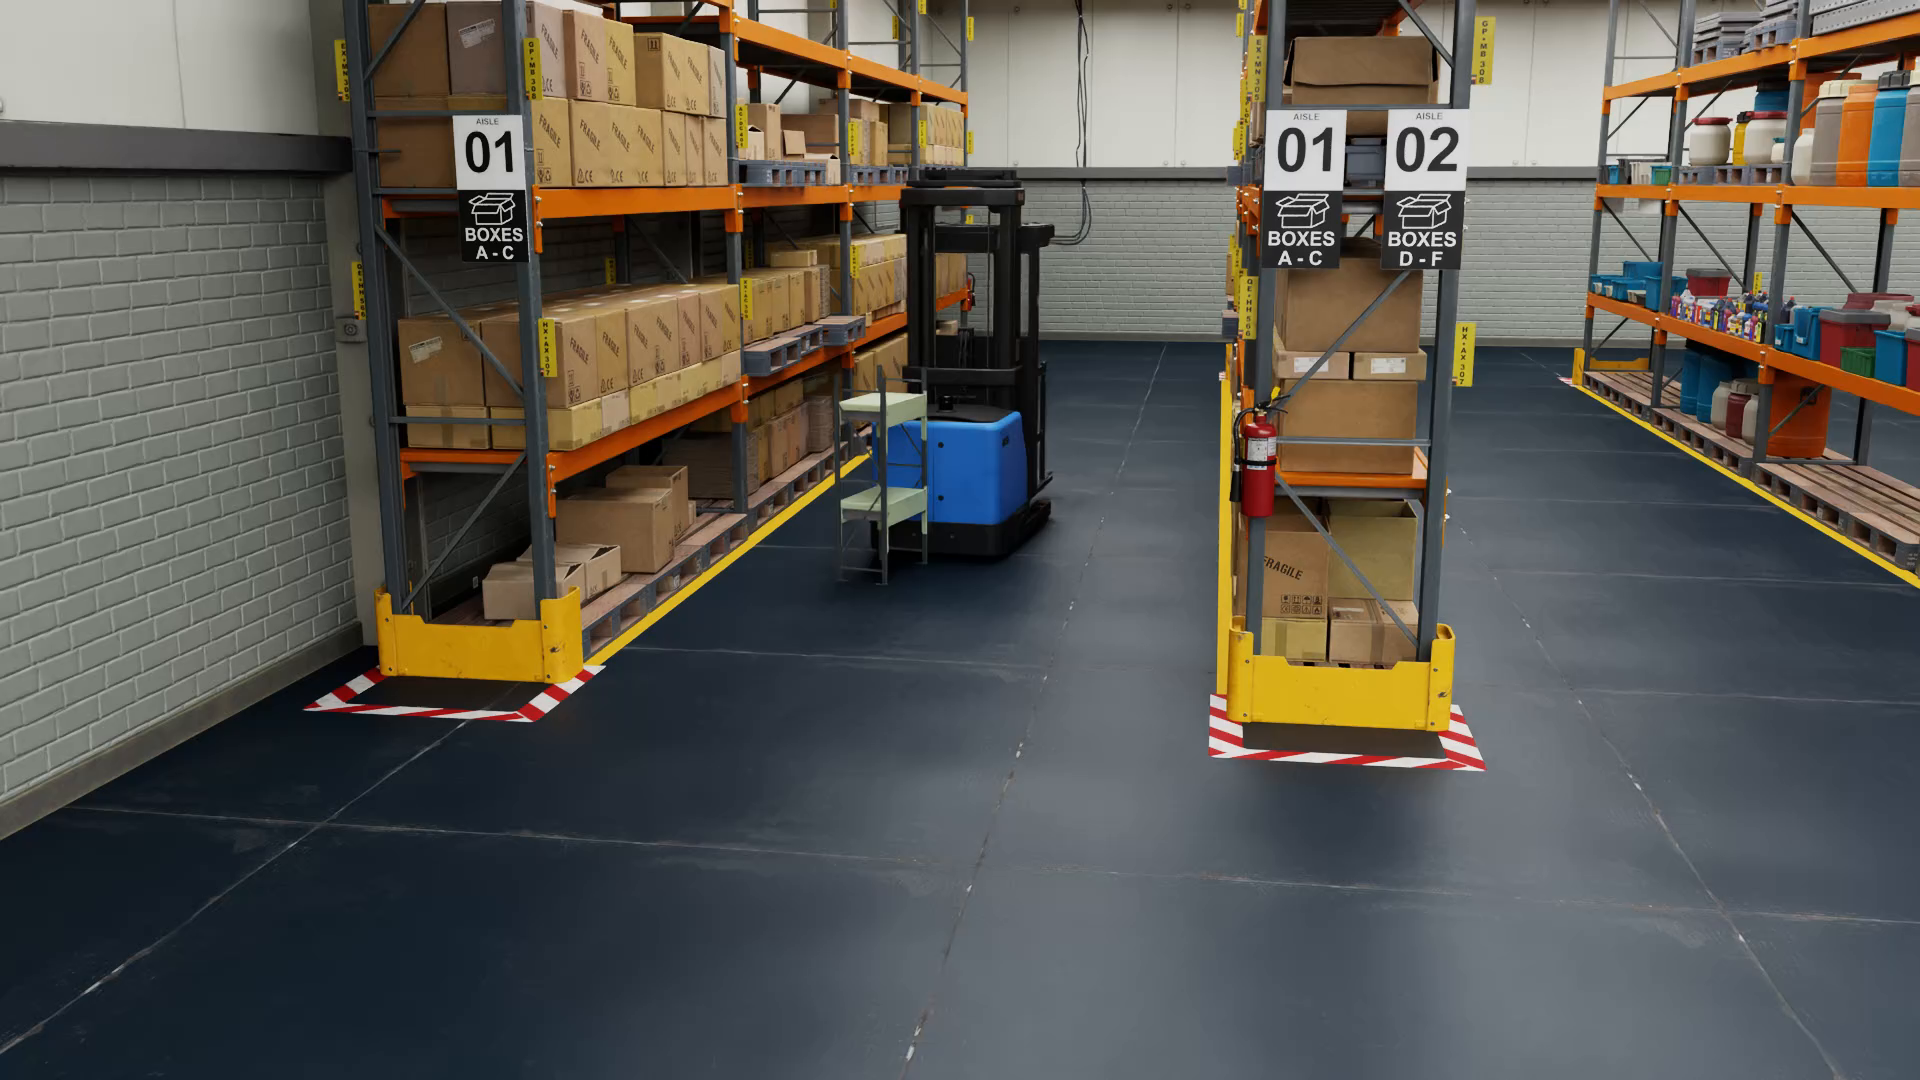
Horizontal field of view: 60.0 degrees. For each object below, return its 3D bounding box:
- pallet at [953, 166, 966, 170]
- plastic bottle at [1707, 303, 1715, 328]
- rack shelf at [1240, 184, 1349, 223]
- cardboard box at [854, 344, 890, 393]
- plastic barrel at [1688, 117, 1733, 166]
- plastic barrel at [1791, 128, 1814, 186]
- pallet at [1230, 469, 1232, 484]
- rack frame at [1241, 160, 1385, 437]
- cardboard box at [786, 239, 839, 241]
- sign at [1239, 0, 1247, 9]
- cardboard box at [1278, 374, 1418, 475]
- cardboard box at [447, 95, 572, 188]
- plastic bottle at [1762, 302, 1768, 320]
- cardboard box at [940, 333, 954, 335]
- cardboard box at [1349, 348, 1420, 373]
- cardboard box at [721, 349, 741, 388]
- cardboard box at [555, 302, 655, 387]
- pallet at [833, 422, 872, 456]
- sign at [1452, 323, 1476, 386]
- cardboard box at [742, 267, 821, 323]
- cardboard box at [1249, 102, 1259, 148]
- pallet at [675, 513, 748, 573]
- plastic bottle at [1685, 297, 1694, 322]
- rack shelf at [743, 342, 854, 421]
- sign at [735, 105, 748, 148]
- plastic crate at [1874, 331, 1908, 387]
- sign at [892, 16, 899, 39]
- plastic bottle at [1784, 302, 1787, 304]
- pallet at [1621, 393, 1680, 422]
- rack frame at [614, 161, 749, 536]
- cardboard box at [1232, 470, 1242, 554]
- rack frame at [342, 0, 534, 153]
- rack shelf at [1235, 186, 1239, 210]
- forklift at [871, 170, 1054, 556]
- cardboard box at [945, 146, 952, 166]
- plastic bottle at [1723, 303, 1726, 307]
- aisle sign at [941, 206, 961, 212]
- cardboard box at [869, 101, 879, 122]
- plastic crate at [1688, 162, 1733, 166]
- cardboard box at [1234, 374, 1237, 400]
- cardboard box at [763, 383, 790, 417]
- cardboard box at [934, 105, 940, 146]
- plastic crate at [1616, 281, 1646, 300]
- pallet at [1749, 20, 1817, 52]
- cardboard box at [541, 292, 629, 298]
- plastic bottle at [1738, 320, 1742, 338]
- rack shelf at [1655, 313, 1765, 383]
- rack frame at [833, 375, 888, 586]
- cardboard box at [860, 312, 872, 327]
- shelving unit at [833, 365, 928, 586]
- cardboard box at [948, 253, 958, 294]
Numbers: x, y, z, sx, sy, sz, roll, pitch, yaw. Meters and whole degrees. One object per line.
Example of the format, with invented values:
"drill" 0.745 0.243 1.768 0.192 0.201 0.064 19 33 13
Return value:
"pallet" -0.493 -5.270 23.919 1.003 0.211 1.213 2 12 9
"plastic bottle" 8.099 -2.417 17.894 0.097 0.271 0.097 0 12 0
"rack shelf" 2.968 -2.875 14.303 1.077 0.370 4.000 2 12 9
"cardboard box" -1.236 -1.822 18.934 0.750 0.750 0.750 2 12 8
"plastic barrel" 8.456 -4.485 18.745 0.433 0.535 0.433 0 12 0
"plastic barrel" 7.819 -3.482 15.145 0.421 0.512 0.421 0 12 0
"pallet" 3.111 -0.644 15.979 1.003 0.211 1.213 2 12 9
"rack frame" 2.661 -1.344 12.611 1.000 3.000 0.127 2 12 9
"cardboard box" -1.641 -3.225 18.565 0.500 0.250 0.500 2 12 7
"sign" 3.358 -6.459 19.699 0.100 0.325 0.005 2 12 9
"cardboard box" 2.130 -0.657 9.186 0.700 0.500 0.500 2 12 9
"cardboard box" -2.551 -2.258 9.446 0.500 0.500 0.500 2 12 10
"plastic bottle" 8.727 -2.436 17.981 0.097 0.271 0.097 0 12 0
"cardboard box" -0.475 -2.732 23.988 0.700 0.500 0.500 2 12 8
"cardboard box" 2.357 -1.007 9.271 0.380 0.149 0.250 2 12 7
"cardboard box" -2.008 -1.332 12.863 0.500 0.250 0.500 2 12 9
"cardboard box" -2.308 -1.274 10.813 0.500 0.500 0.500 1 12 7
"pallet" -1.424 -1.135 18.260 1.003 0.211 1.213 2 12 9
"sign" 2.593 -0.954 8.559 0.100 0.325 0.005 2 12 9
"cardboard box" -1.741 -2.385 16.160 0.700 0.500 0.500 1 12 3
"cardboard box" 2.323 -3.037 11.779 0.500 0.500 0.500 3 13 13
"pallet" -2.303 0.000 12.992 1.003 0.211 1.213 2 12 9
"plastic bottle" 8.236 -2.602 18.753 0.097 0.271 0.097 0 12 0
"rack shelf" -1.927 -1.569 15.360 1.077 0.370 4.000 2 12 9
"sign" -1.697 -3.207 12.908 0.100 0.325 0.005 2 12 9
"plastic crate" 7.417 -1.415 12.977 0.392 0.384 0.575 2 12 9
"sign" -0.937 -7.488 24.286 0.100 0.325 0.005 2 12 9
"plastic bottle" 8.854 -2.438 17.980 0.152 0.276 0.135 2 12 9
"pallet" 8.860 -1.640 20.600 1.003 0.211 1.213 2 12 9
"rack frame" -2.235 -1.504 13.352 1.000 3.000 0.127 2 12 9
"cardboard box" 2.051 -0.173 10.928 0.500 0.500 0.500 2 12 9
"rack frame" -2.850 -3.604 8.857 1.000 3.000 0.127 2 12 9
"rack shelf" 4.199 -4.541 22.030 1.077 0.370 4.000 2 12 9
"forklift" 0.159 -1.574 13.839 1.130 2.935 3.031 3 13 14
"cardboard box" -0.394 -5.271 22.835 0.500 0.250 0.500 2 12 7
"plastic bottle" 8.095 -2.359 17.596 0.061 0.283 0.133 2 12 9
"aisle sign" -0.082 -5.278 24.694 0.394 0.787 0.004 2 12 9
"cardboard box" -1.269 -5.087 19.798 0.500 0.250 0.500 3 12 13
"plastic crate" 9.247 -4.501 20.447 0.497 0.269 0.590 2 12 9
"cardboard box" 3.342 -1.590 18.638 0.500 0.500 0.500 1 12 7
"cardboard box" -1.902 -1.321 15.612 0.500 0.250 0.500 2 12 8
"cardboard box" -0.545 -5.430 21.790 0.500 0.500 0.500 2 12 7
"plastic crate" 8.788 -3.251 21.715 0.416 0.233 0.300 2 12 9
"pallet" 8.311 -4.810 15.849 1.213 0.211 1.003 2 12 9
"cardboard box" -2.679 -1.505 11.885 0.500 0.500 0.500 2 12 10
"plastic bottle" 7.927 -2.149 16.816 0.097 0.201 0.097 0 12 0
"rack shelf" 8.477 -2.080 17.734 1.077 0.370 4.000 2 12 9
"rack frame" -0.709 -0.420 11.882 0.400 1.500 0.023 5 13 22
"cardboard box" -1.168 -2.389 18.010 0.380 0.149 0.250 2 12 10
"shelving unit" -0.572 -0.491 12.213 0.431 1.500 0.755 5 13 22
"cardboard box" -0.559 -3.890 23.713 0.980 0.700 0.700 2 12 8
